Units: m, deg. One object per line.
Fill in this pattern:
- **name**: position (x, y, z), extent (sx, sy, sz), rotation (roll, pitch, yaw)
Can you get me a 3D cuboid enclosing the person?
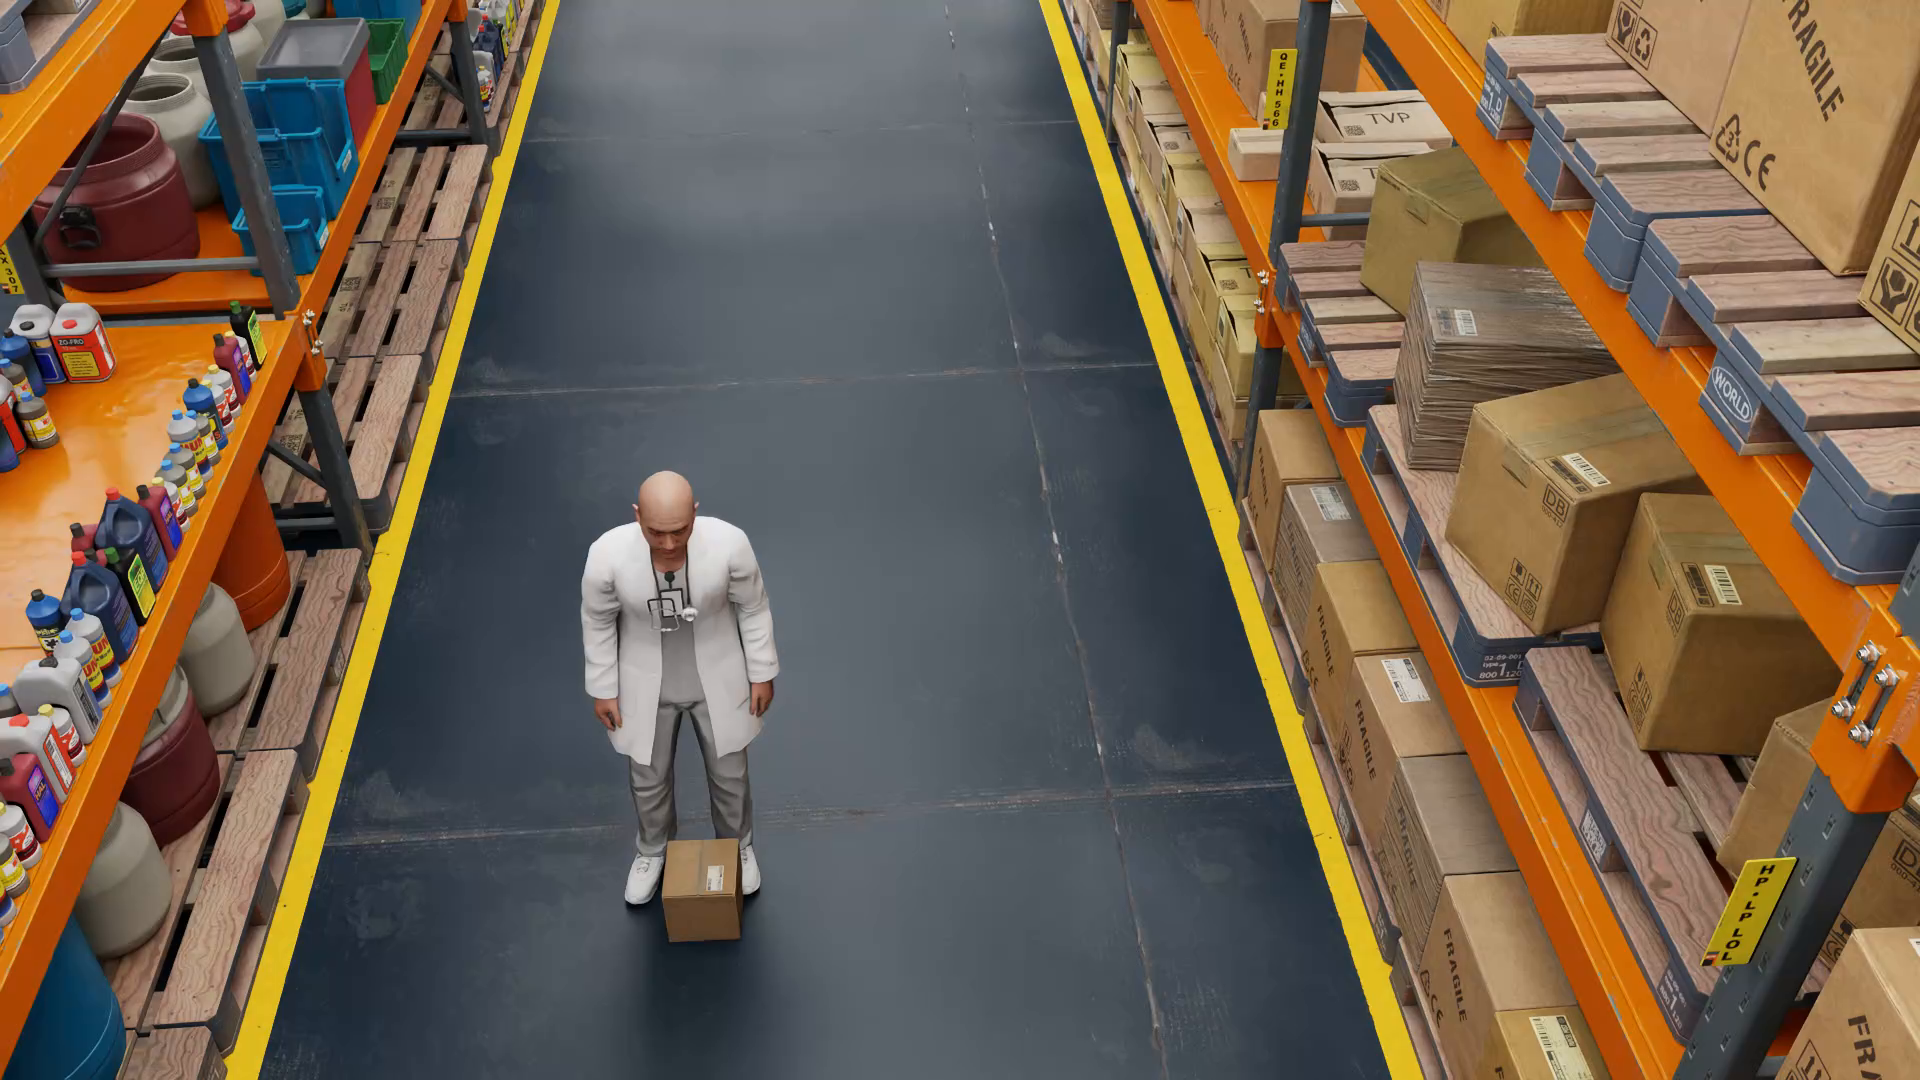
- **person**: position (-0.923, 0.482, 5.563), extent (0.645, 1.772, 0.429), rotation (-5, 39, -6)
